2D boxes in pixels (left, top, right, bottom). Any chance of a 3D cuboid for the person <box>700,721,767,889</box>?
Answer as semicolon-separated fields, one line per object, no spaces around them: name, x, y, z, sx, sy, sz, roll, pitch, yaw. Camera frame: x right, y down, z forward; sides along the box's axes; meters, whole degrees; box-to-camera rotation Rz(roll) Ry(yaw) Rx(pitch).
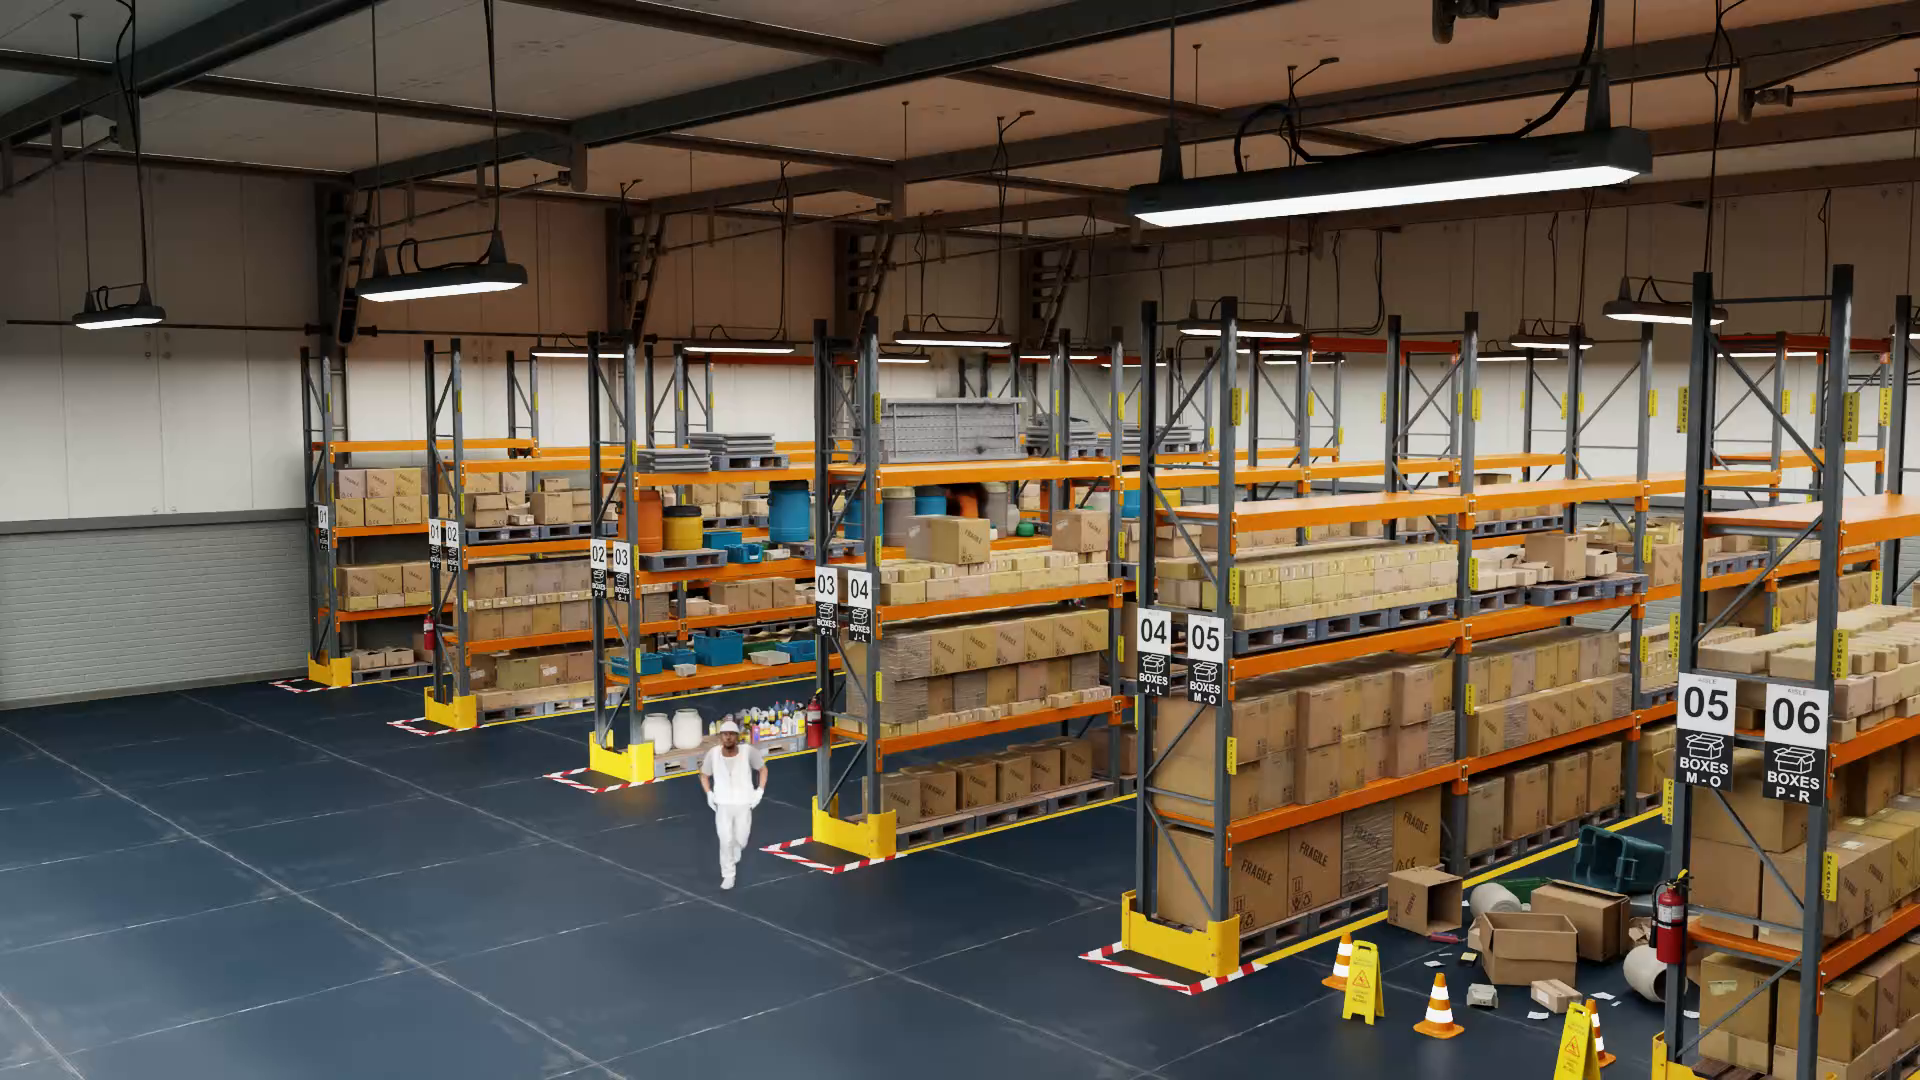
person;-2.386;2.761;17.558;0.702;1.754;0.673;0;5;-4

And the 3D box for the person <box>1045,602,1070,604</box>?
person;1.899;1.497;32.290;0.623;1.654;0.714;4;6;38
